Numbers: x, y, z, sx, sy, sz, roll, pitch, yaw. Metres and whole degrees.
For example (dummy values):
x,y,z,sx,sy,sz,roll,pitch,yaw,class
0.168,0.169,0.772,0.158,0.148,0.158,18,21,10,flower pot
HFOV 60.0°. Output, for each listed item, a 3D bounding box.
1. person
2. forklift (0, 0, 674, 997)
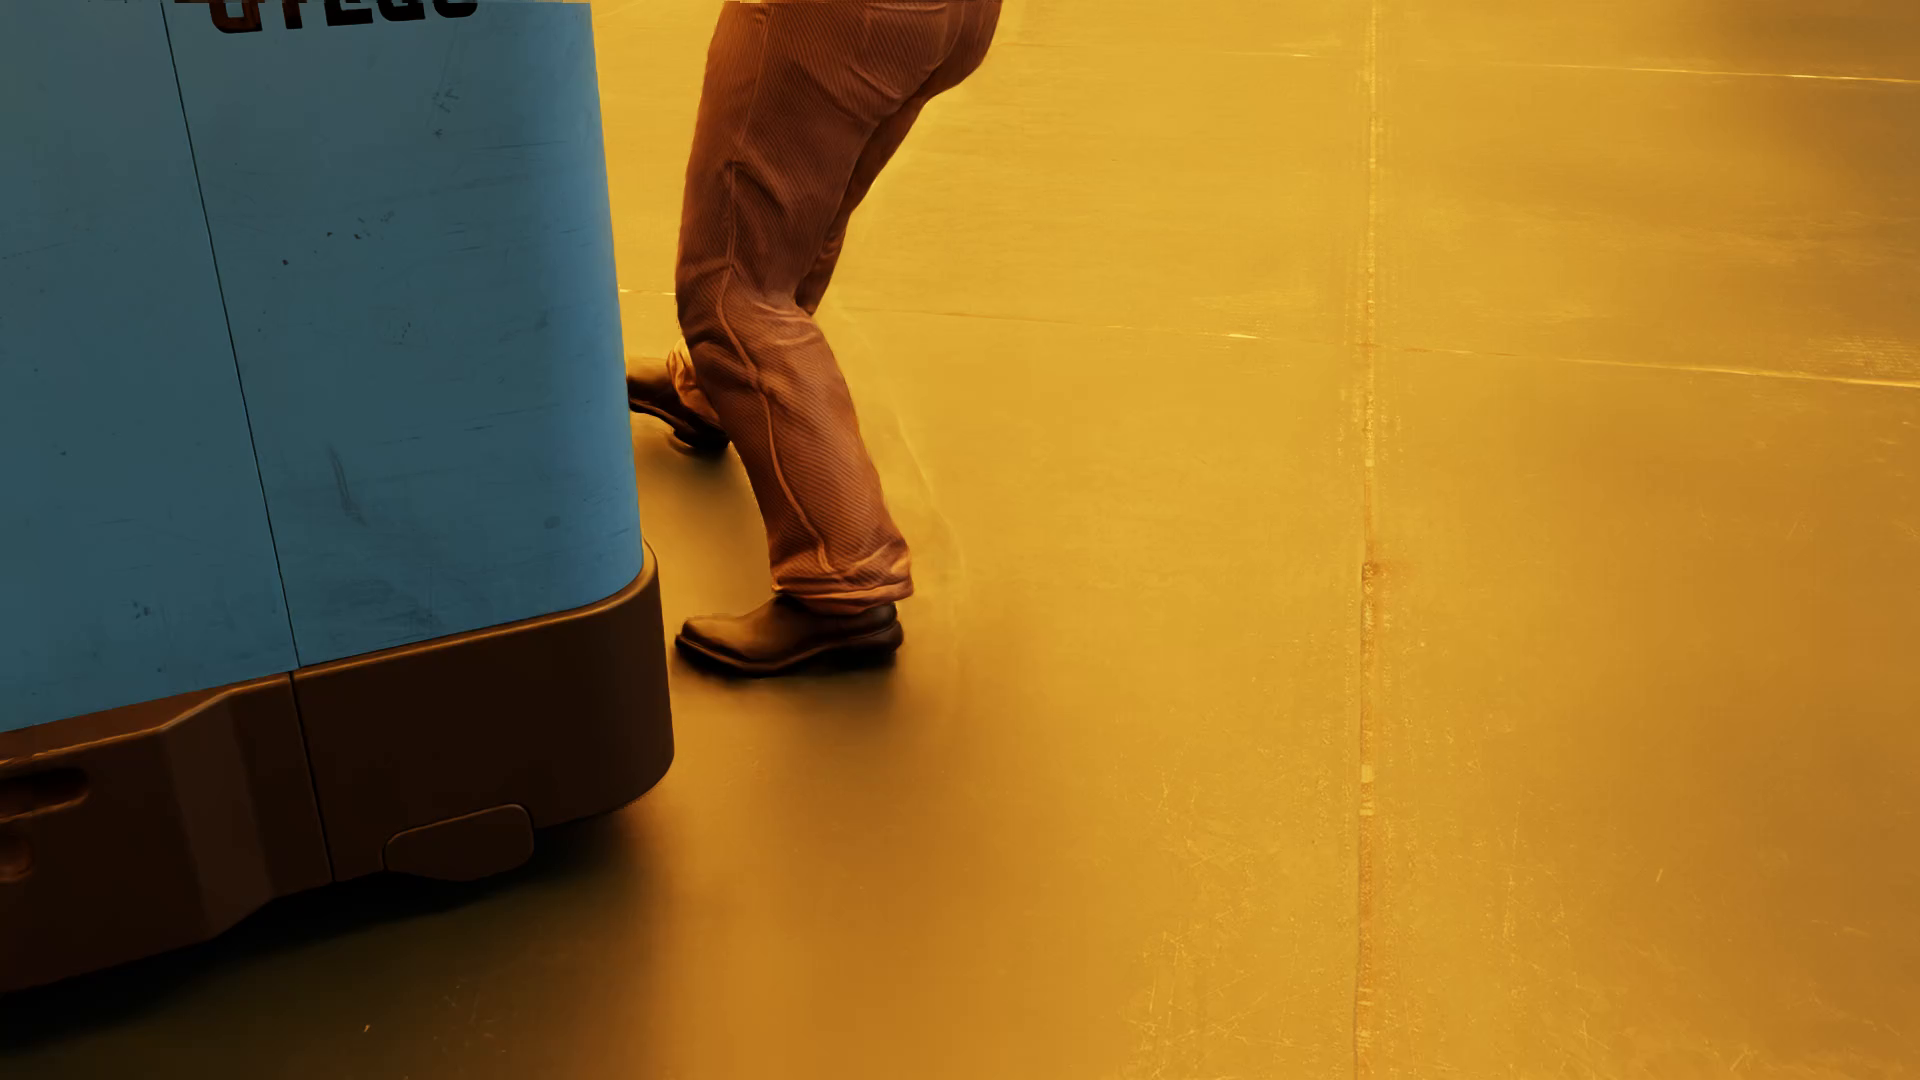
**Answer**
x,y,z,sx,sy,sz,roll,pitch,yaw,class
-0.342,-0.745,2.223,0.889,1.653,0.810,14,30,26,person
-1.875,-0.890,1.009,3.031,2.935,1.130,-12,29,-23,forklift
